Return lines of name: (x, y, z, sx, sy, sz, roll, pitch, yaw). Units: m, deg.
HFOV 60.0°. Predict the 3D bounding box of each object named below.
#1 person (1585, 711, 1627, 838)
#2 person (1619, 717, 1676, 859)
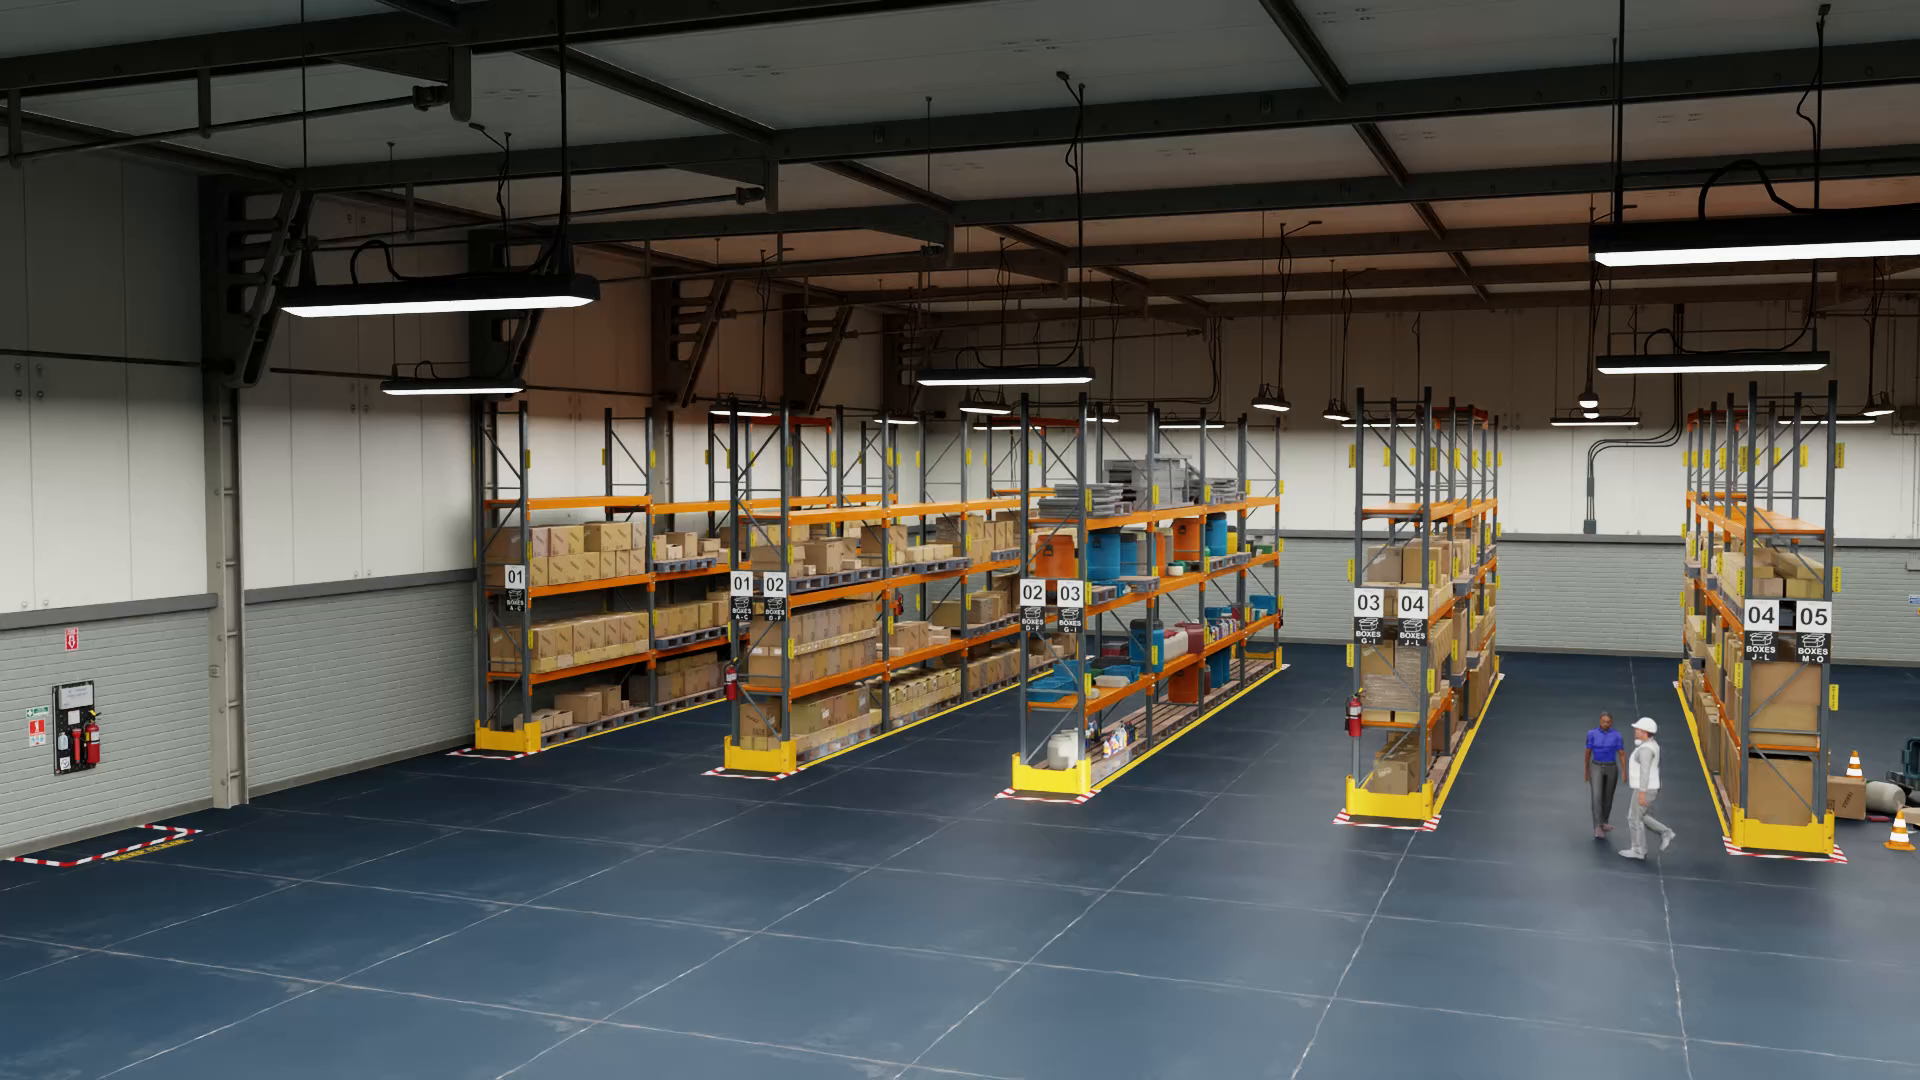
person: (8.608, 3.091, 22.166, 0.498, 1.640, 0.756, 1, 3, 12)
person: (8.594, 3.096, 20.755, 0.664, 1.762, 0.542, 1, 3, 20)
